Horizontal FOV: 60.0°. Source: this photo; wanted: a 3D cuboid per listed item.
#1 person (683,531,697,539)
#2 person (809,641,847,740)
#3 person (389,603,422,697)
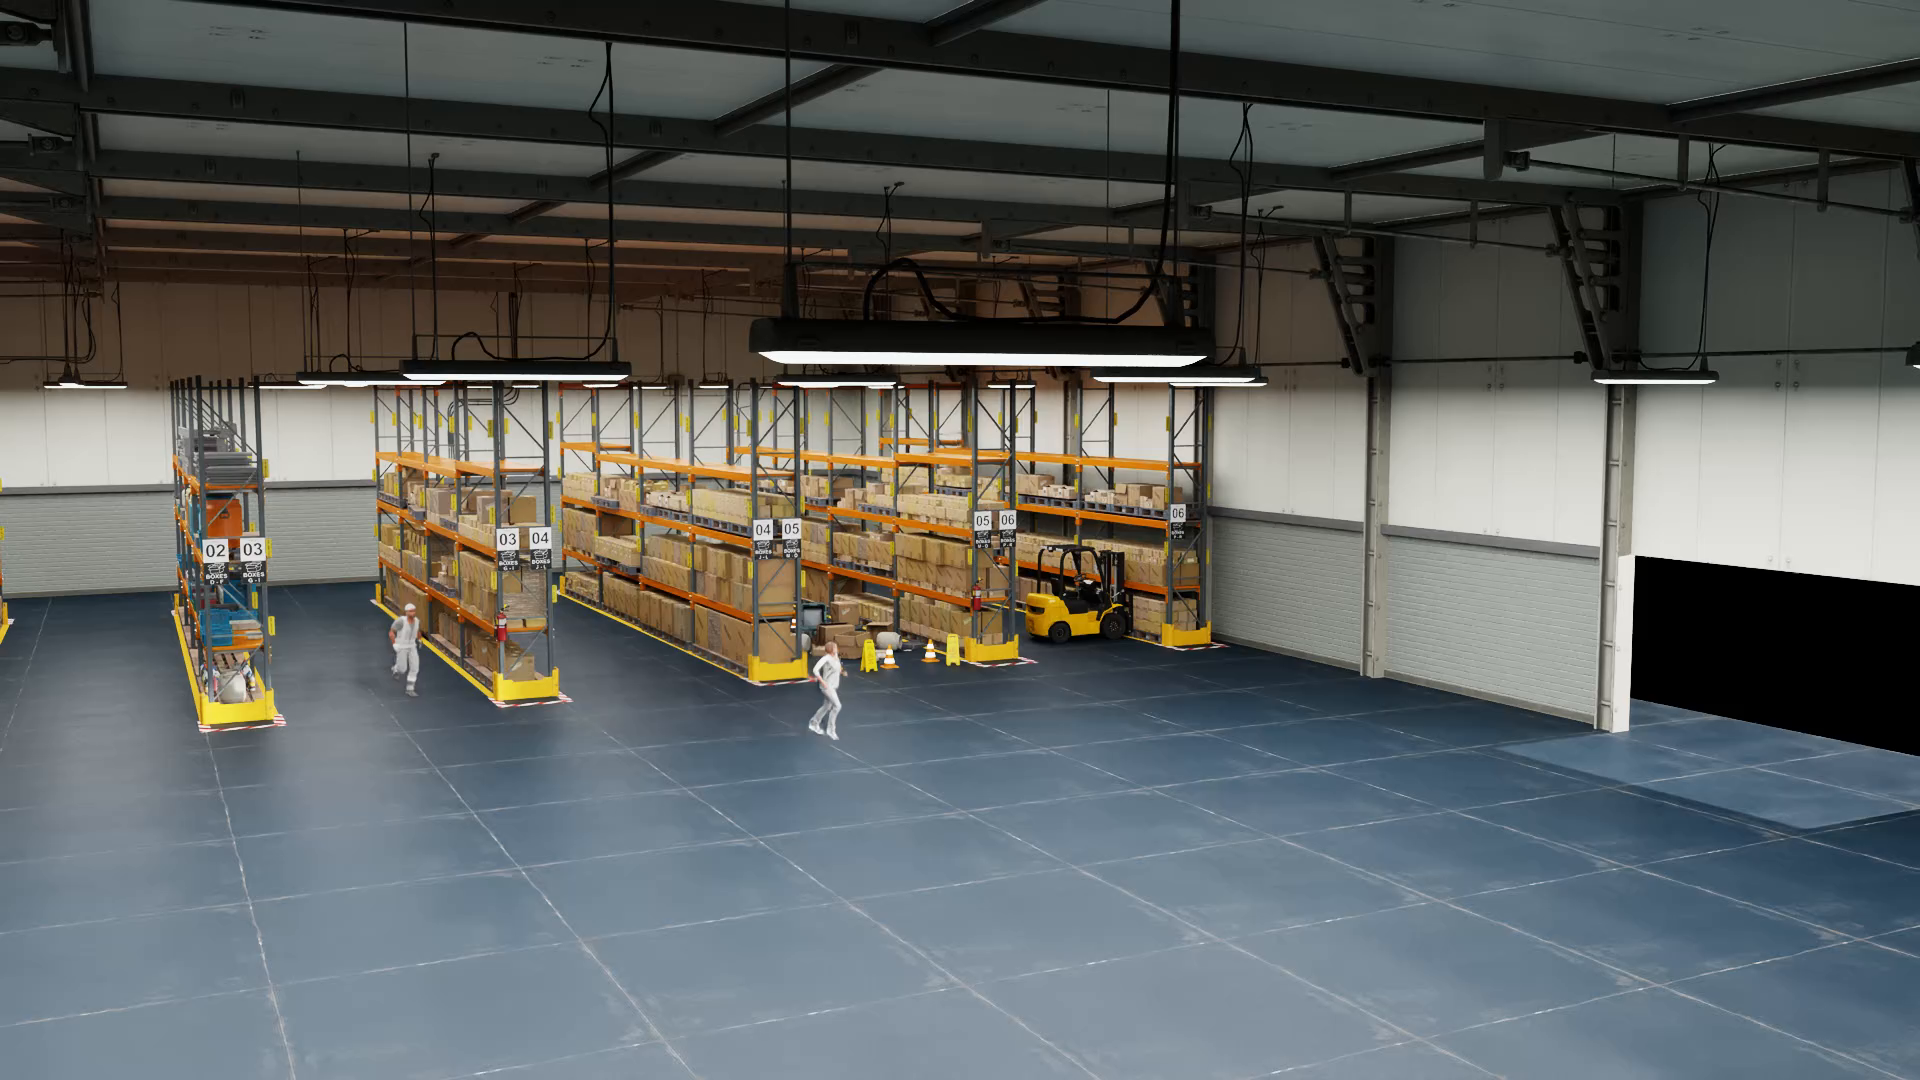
[{"bbox_3d":[-8.158,0.353,50.417,0.850,1.838,0.693,-1,5,-16],"label":"person"},{"bbox_3d":[-2.195,2.492,27.579,0.671,1.653,0.547,1,5,16],"label":"person"},{"bbox_3d":[-10.532,2.064,31.578,0.895,1.755,0.662,5,7,44],"label":"person"}]
